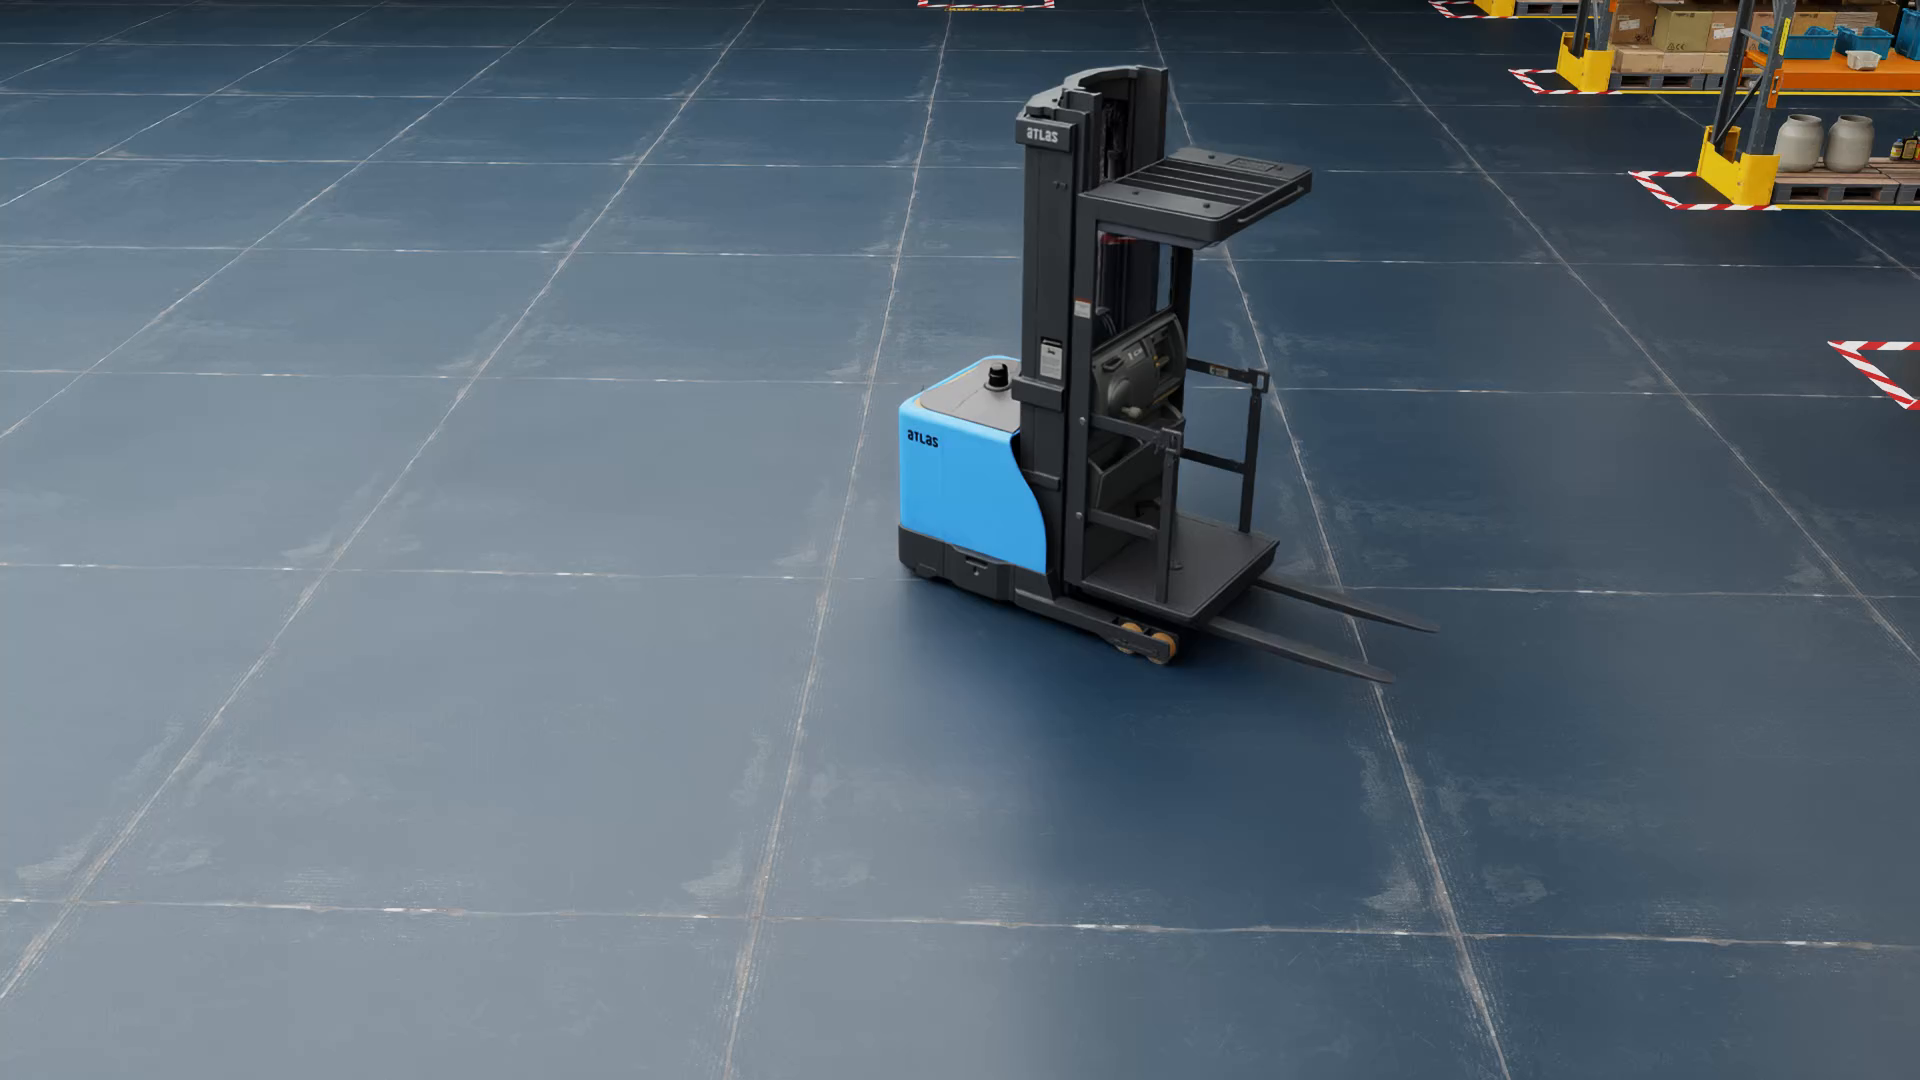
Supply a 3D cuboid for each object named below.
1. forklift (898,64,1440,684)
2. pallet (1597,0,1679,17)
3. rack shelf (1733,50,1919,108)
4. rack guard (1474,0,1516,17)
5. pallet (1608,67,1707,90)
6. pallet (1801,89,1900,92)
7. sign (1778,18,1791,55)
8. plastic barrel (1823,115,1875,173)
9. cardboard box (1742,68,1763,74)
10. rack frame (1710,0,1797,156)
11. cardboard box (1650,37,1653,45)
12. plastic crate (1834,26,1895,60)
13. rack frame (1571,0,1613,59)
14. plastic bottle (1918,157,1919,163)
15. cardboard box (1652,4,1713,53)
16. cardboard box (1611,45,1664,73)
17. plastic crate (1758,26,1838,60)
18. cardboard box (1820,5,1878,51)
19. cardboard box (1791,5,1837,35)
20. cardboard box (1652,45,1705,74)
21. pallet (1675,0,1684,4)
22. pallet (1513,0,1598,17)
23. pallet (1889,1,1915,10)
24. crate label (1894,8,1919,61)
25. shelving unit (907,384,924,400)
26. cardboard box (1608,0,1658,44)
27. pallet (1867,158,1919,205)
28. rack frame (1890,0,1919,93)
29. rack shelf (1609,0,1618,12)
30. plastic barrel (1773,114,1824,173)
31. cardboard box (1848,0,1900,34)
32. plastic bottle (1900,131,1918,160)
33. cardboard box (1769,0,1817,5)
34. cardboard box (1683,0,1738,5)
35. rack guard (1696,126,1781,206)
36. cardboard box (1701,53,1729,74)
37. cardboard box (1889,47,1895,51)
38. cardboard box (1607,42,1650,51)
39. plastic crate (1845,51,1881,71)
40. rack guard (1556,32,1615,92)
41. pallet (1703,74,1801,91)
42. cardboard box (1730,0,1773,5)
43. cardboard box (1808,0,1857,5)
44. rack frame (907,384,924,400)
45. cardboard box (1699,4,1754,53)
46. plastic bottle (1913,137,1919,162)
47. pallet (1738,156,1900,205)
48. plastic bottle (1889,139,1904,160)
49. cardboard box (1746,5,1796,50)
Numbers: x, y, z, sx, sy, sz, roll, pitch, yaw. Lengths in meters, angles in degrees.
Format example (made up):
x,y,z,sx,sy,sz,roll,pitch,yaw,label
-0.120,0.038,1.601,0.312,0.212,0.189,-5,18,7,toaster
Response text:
x,y,z,sx,sy,sz,roll,pitch,yaw,label
1.136,-0.907,8.832,3.031,2.935,1.130,18,33,30,forklift
10.279,-8.252,25.591,1.213,0.211,1.003,1,28,2,pallet
9.825,-4.549,16.396,4.000,0.370,1.077,1,28,2,rack shelf
8.252,-8.431,25.621,0.348,0.500,1.175,1,28,2,rack guard
8.771,-5.993,21.330,1.213,0.211,1.003,1,28,2,pallet
11.209,-5.953,21.254,1.213,0.211,1.003,1,28,2,pallet
7.803,-4.764,15.740,0.005,0.325,0.100,1,28,2,sign
8.988,-4.002,16.806,0.421,0.512,0.421,0,28,0,plastic barrel
10.032,-6.050,20.948,0.500,0.250,0.500,1,28,2,cardboard box
7.827,-4.900,16.290,0.127,3.000,1.000,1,28,2,rack frame
9.052,-6.315,21.448,0.500,0.250,0.500,1,28,2,cardboard box
8.986,-4.952,16.548,0.408,0.251,0.499,1,28,2,plastic crate
8.005,-7.218,20.664,0.127,3.000,1.000,1,28,2,rack frame
9.925,-4.002,17.027,0.133,0.283,0.061,1,28,2,plastic bottle
9.033,-6.400,20.807,0.500,0.500,0.500,1,28,2,cardboard box
8.533,-6.076,20.996,0.500,0.250,0.500,1,28,2,cardboard box
8.337,-4.966,16.573,0.616,0.251,0.499,1,28,2,plastic crate
11.032,-6.373,20.756,0.500,0.500,0.500,1,28,2,cardboard box
10.532,-6.379,20.768,0.500,0.500,0.500,1,28,2,cardboard box
9.033,-6.069,20.984,0.500,0.250,0.500,1,28,2,cardboard box
11.501,-8.233,25.556,1.213,0.211,1.003,1,28,2,pallet
9.063,-8.273,25.632,1.213,0.211,1.003,1,28,2,pallet
14.174,-8.208,25.508,1.213,0.211,1.003,1,28,2,pallet
9.676,-5.011,16.463,0.616,0.435,0.502,1,28,2,crate label
-0.174,-0.484,10.203,0.210,0.900,0.258,11,30,19,shelving unit
8.552,-6.650,21.280,0.500,0.500,0.500,1,28,2,cardboard box
9.932,-3.651,16.912,1.213,0.211,1.003,1,28,2,pallet
12.003,-7.152,20.539,0.127,3.000,1.000,1,28,2,rack frame
10.004,-6.867,20.770,4.000,0.370,1.077,1,28,2,rack shelf
8.487,-4.011,16.821,0.421,0.512,0.421,0,28,0,plastic barrel
11.550,-6.608,21.200,0.500,0.500,0.500,1,28,2,cardboard box
9.795,-4.075,17.165,0.133,0.283,0.061,2,28,3,plastic bottle
10.551,-6.625,21.231,0.500,0.500,0.500,1,28,2,cardboard box
9.552,-6.641,21.261,0.500,0.500,0.500,1,28,2,cardboard box
7.904,-3.816,16.915,0.348,0.500,1.175,1,28,2,rack guard
9.533,-6.061,20.968,0.500,0.250,0.500,1,28,2,cardboard box
11.532,-6.028,20.906,0.500,0.250,0.500,1,28,2,cardboard box
8.552,-6.318,21.453,0.500,0.250,0.500,1,28,2,cardboard box
8.710,-4.618,16.040,0.250,0.136,0.298,1,28,2,plastic crate
7.981,-6.114,21.250,0.348,0.500,1.175,1,28,2,rack guard
9.987,-5.972,21.289,1.213,0.211,1.003,1,28,2,pallet
10.051,-6.632,21.245,0.500,0.500,0.500,1,28,2,cardboard box
11.050,-6.613,21.208,0.500,0.500,0.500,1,28,2,cardboard box
-0.268,-0.502,10.236,0.006,0.900,0.240,11,30,19,rack frame
9.533,-6.397,20.802,0.500,0.500,0.500,1,28,2,cardboard box
9.928,-4.048,17.123,0.135,0.276,0.152,1,28,2,plastic bottle
8.716,-3.672,16.952,1.213,0.211,1.003,1,28,2,pallet
9.678,-4.032,17.172,0.097,0.201,0.097,0,28,0,plastic bottle
10.032,-6.381,20.771,0.500,0.500,0.500,1,28,2,cardboard box
